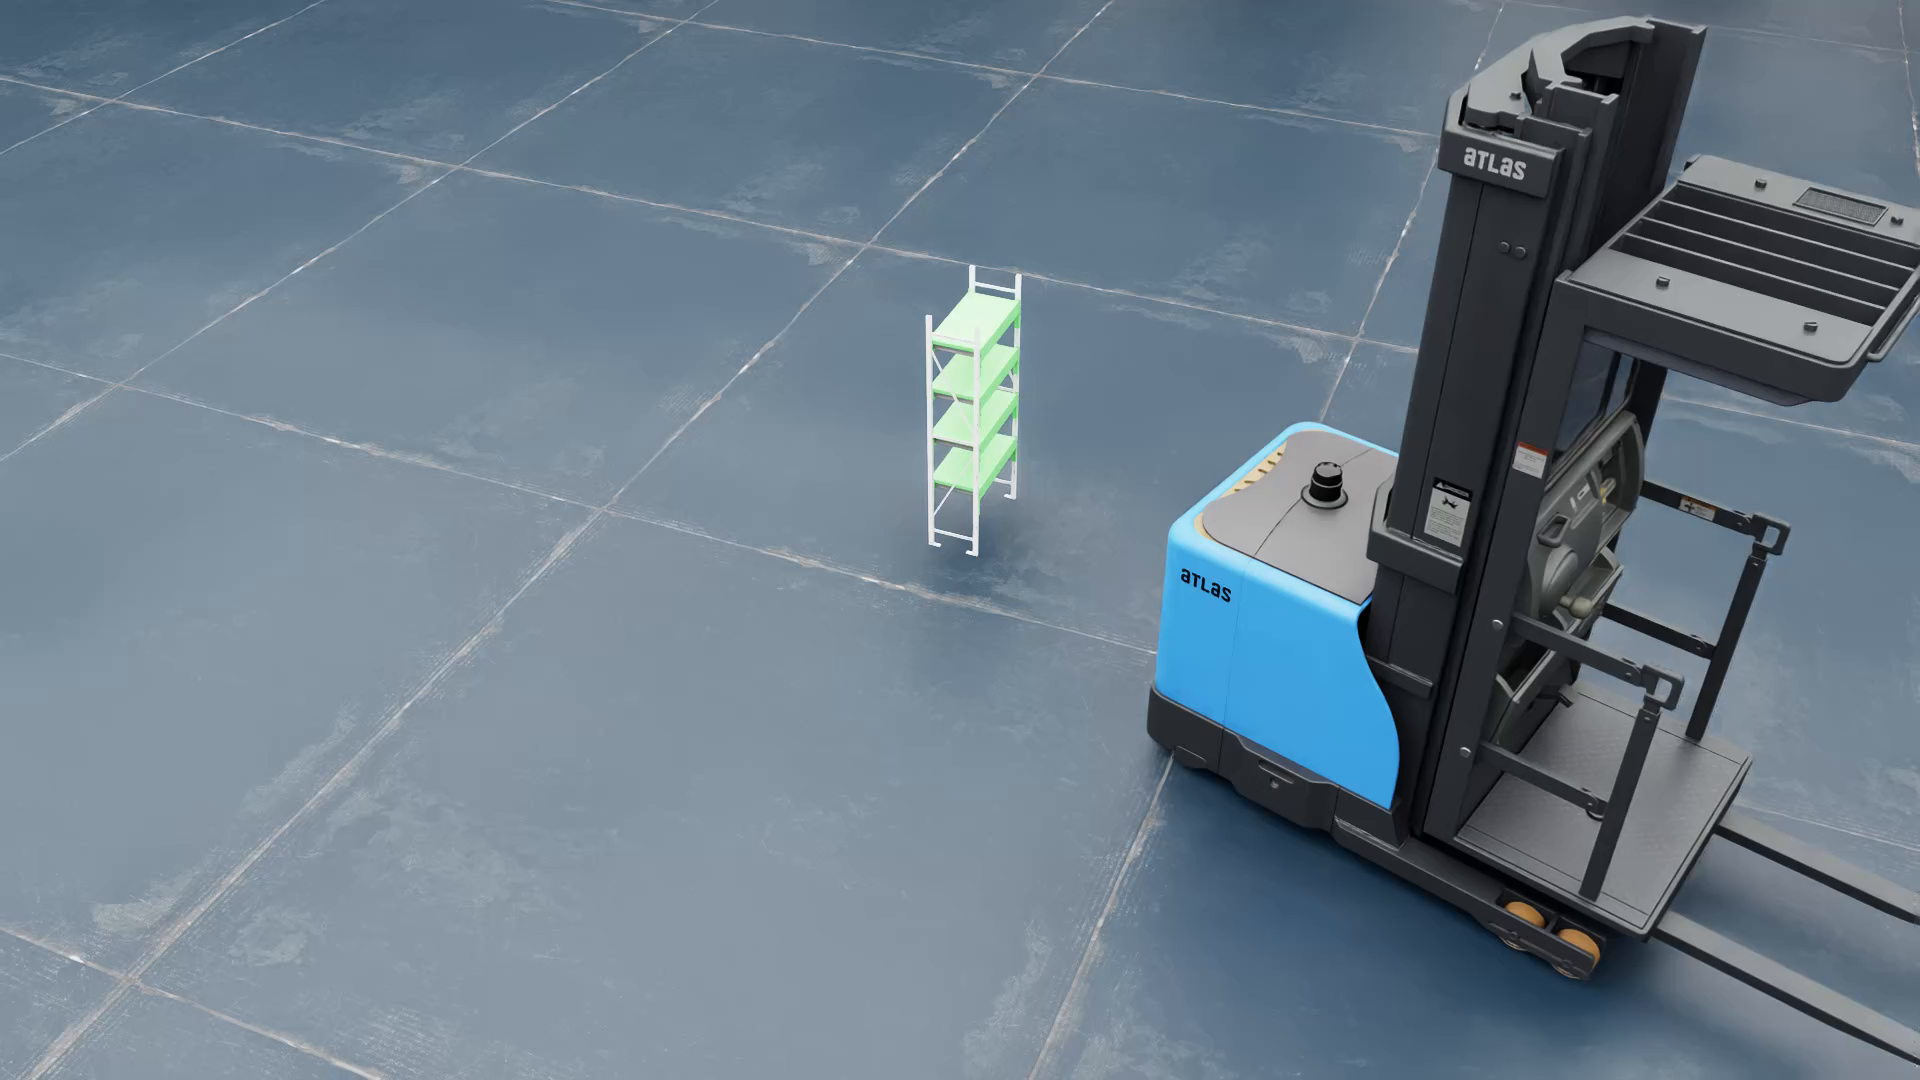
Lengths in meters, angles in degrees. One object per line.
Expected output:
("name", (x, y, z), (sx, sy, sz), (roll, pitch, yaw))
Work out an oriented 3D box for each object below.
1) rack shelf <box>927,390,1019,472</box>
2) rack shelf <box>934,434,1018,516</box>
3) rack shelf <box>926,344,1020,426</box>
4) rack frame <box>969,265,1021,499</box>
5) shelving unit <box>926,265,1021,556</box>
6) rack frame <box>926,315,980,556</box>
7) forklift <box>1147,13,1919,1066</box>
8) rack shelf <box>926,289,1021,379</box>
("rack shelf", (0.063, -0.521, 7.552), (0.258, 0.148, 0.480), (14, 39, 18))
("rack shelf", (0.063, -0.329, 7.695), (0.258, 0.148, 0.480), (14, 39, 18))
("rack shelf", (0.063, -0.713, 7.408), (0.258, 0.148, 0.480), (14, 39, 18))
("rack frame", (0.156, -0.707, 7.694), (0.240, 1.200, 0.015), (14, 39, 18))
("shelving unit", (0.063, -0.572, 7.513), (0.258, 1.200, 0.503), (14, 39, 18))
("rack frame", (-0.030, -0.437, 7.333), (0.240, 1.200, 0.015), (14, 39, 18))
("forklift", (2.207, -0.027, 5.338), (3.031, 2.935, 1.130), (26, 44, 30))
("rack shelf", (0.063, -0.906, 7.264), (0.258, 0.148, 0.480), (14, 39, 18))
